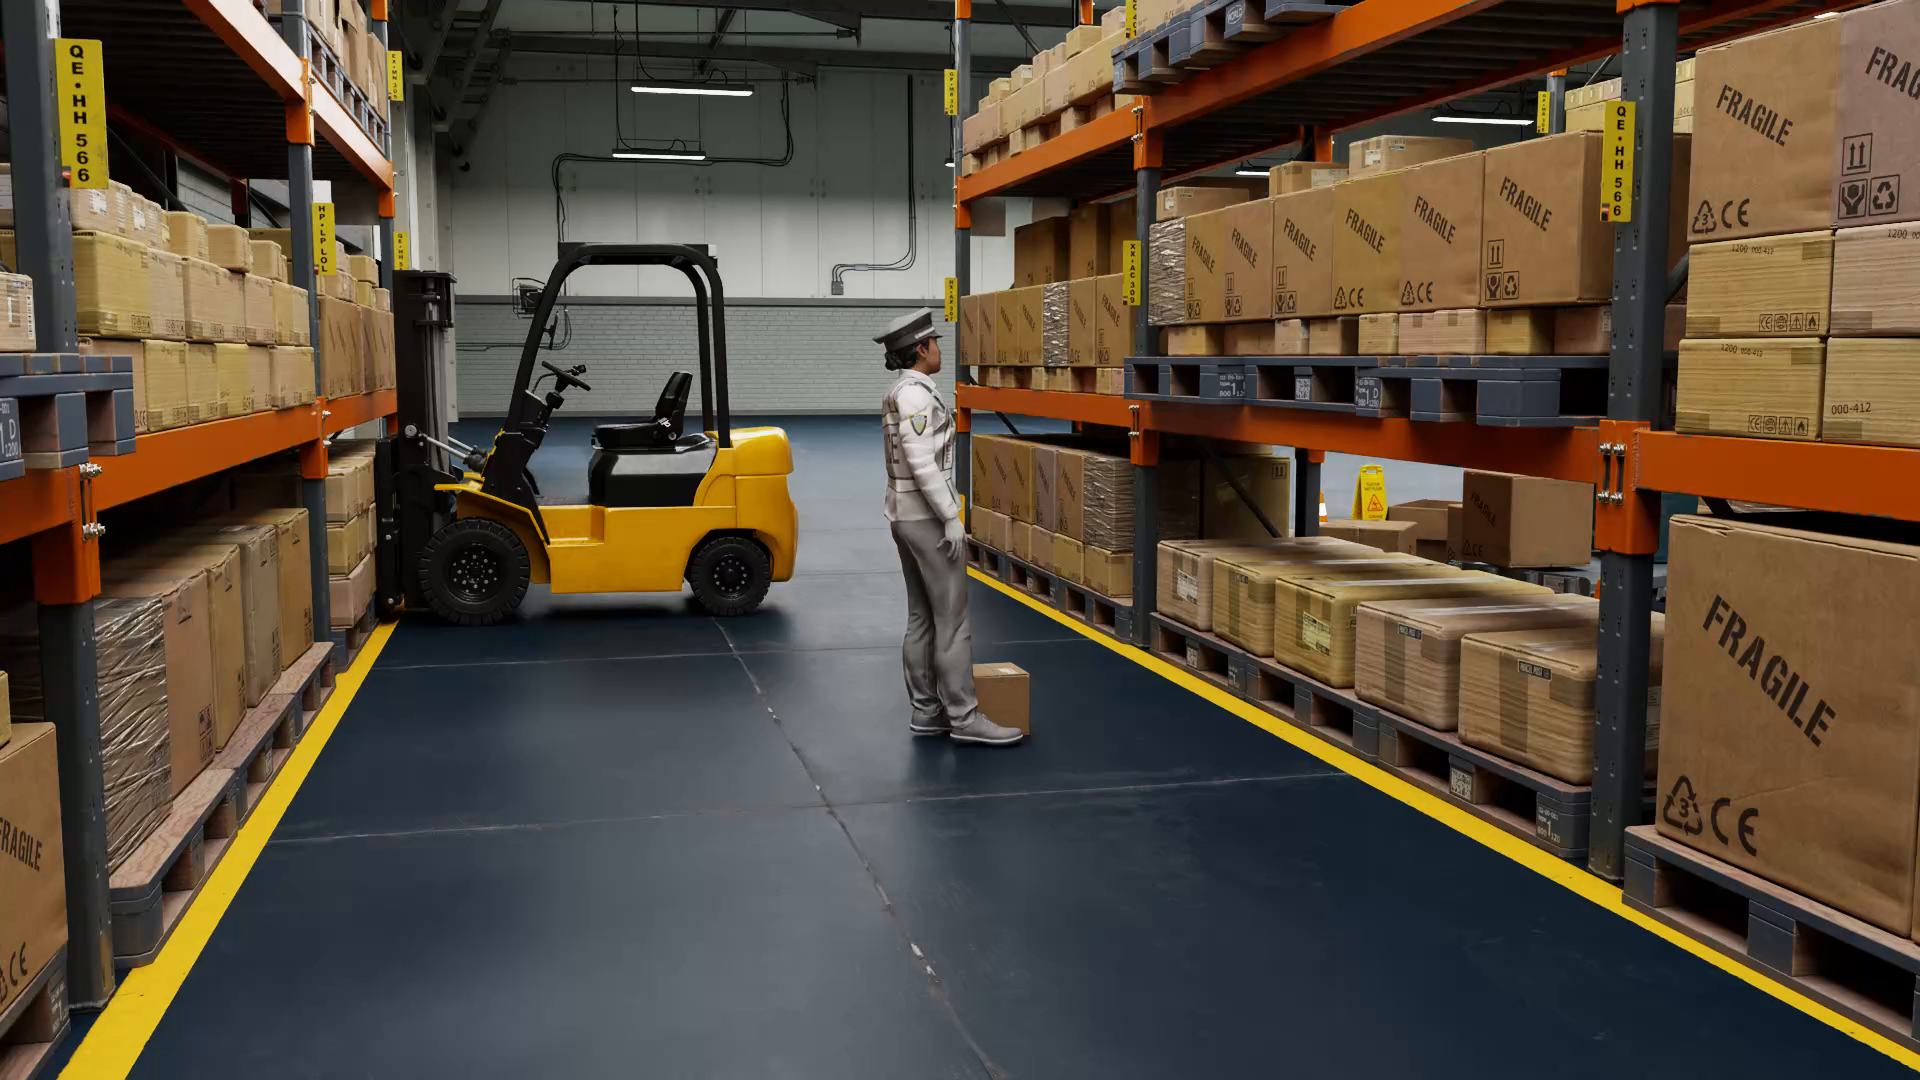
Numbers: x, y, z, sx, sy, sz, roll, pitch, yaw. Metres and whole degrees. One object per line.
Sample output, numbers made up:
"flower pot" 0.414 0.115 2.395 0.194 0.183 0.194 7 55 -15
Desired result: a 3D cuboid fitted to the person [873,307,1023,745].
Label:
"person" -0.067 -0.070 6.585 0.529 1.694 0.587 -2 6 -14
